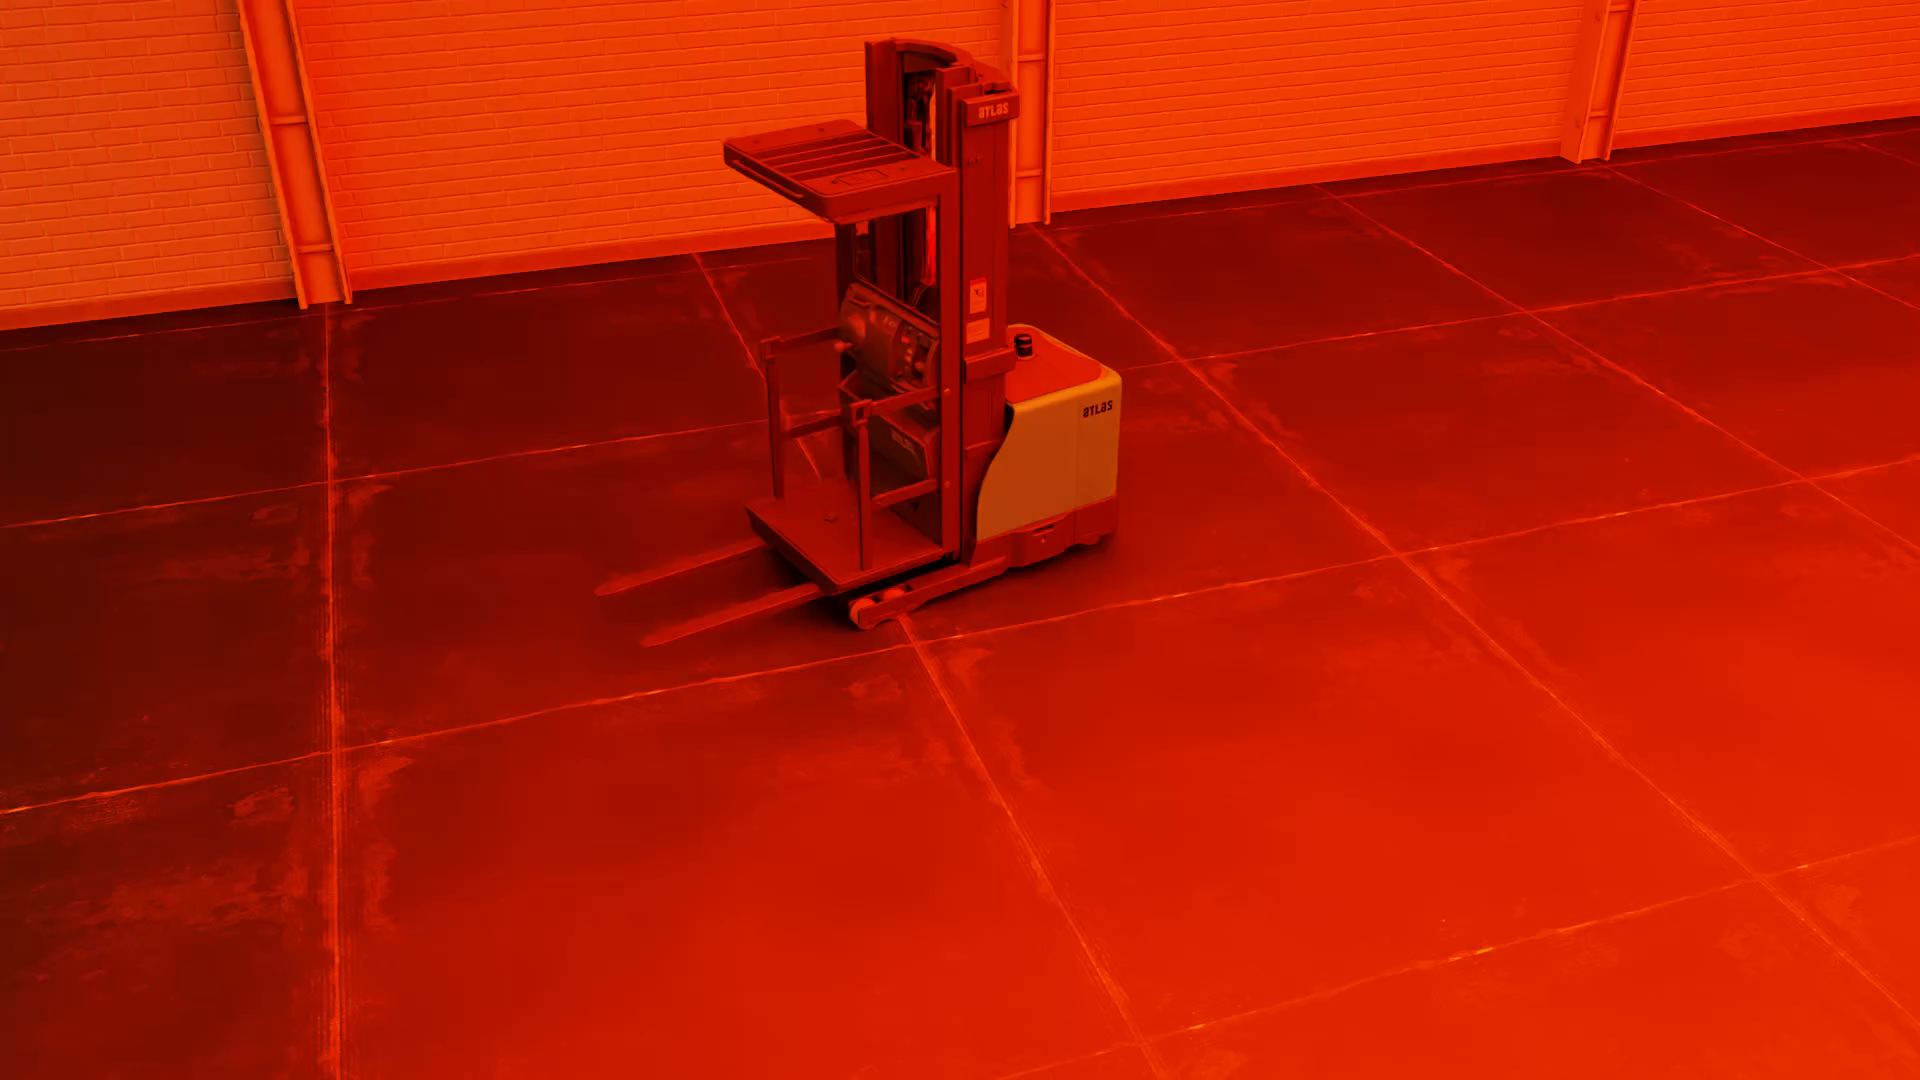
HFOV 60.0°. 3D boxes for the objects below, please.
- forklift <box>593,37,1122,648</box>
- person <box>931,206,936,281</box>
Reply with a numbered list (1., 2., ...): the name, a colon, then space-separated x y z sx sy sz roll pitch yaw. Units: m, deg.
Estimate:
1. forklift: -0.564 -1.078 8.961 3.031 2.935 1.130 -18 35 -29
2. person: -0.184 -1.485 10.978 0.506 1.647 0.910 1 30 1
